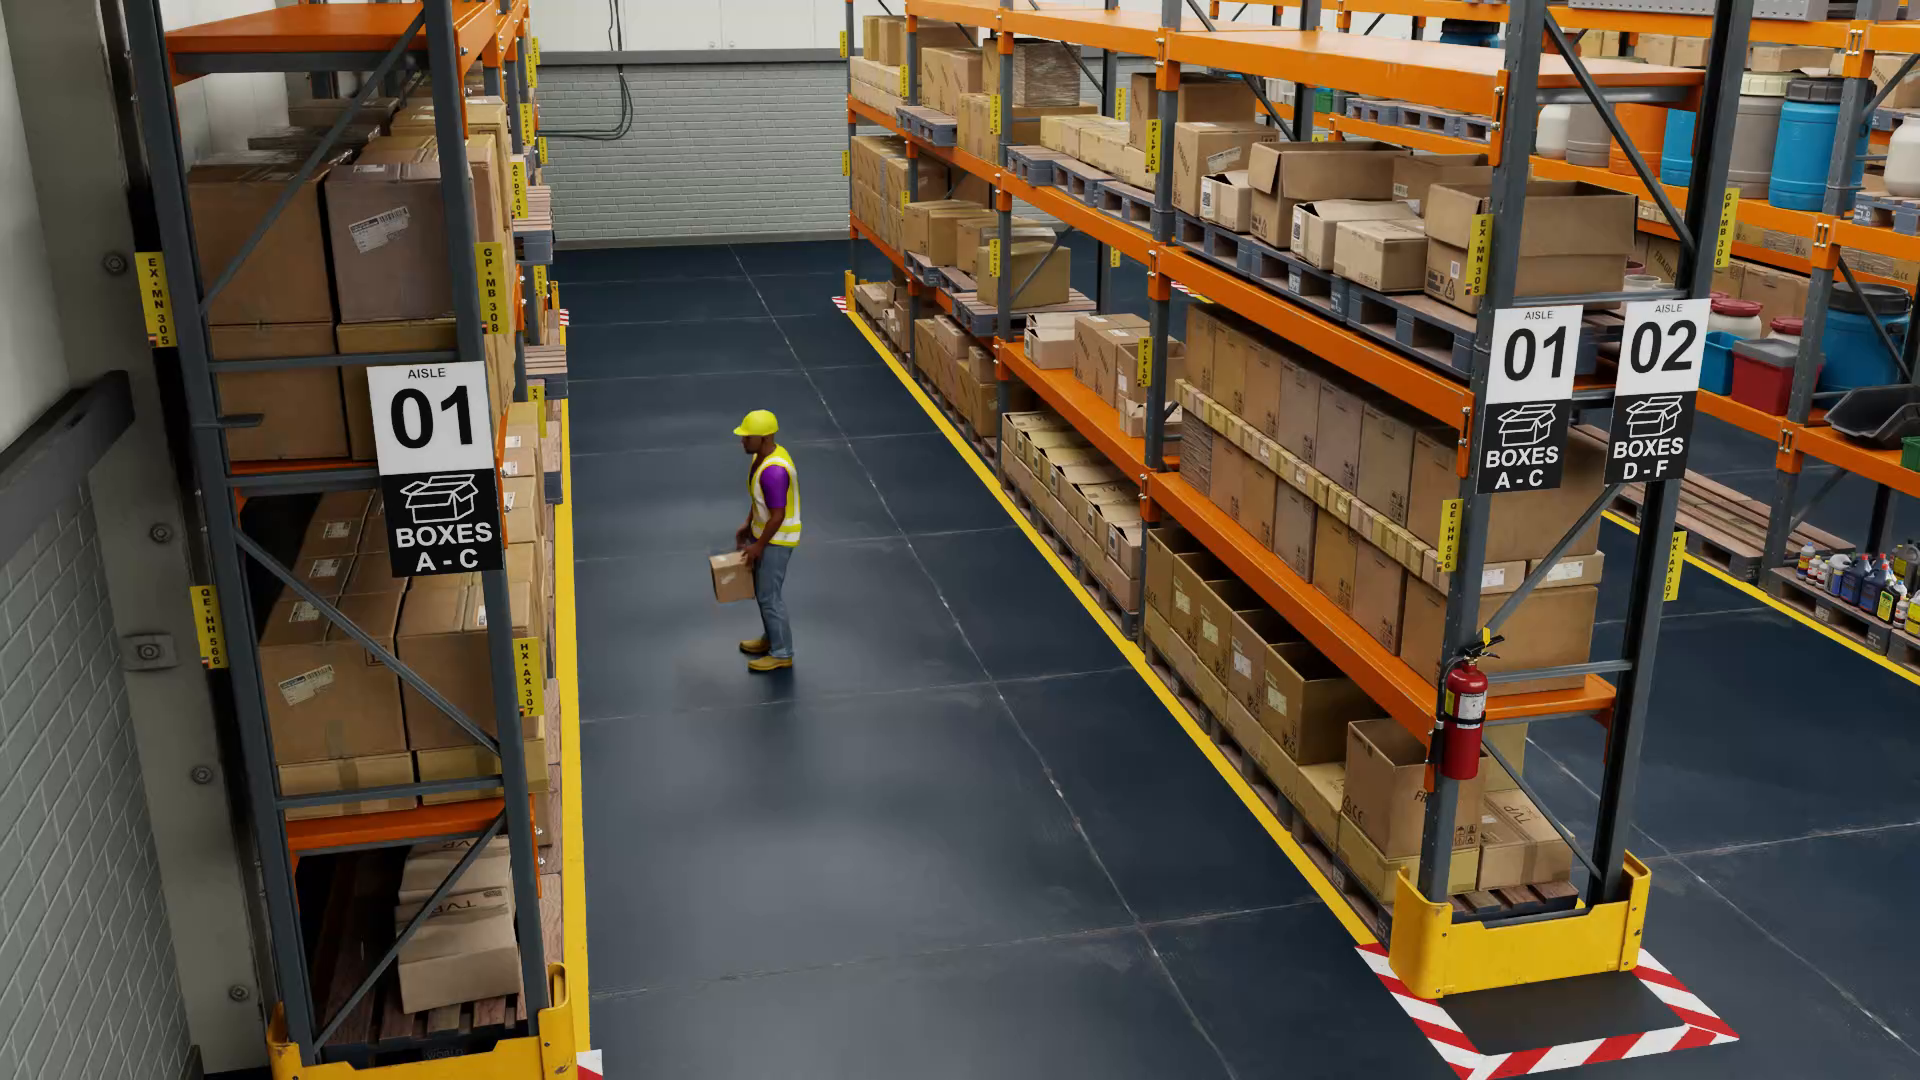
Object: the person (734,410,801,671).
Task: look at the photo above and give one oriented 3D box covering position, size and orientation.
[{"bbox_3d":[-1.271,-0.012,11.068,0.422,1.766,0.583,-5,20,-14],"label":"person"}]
